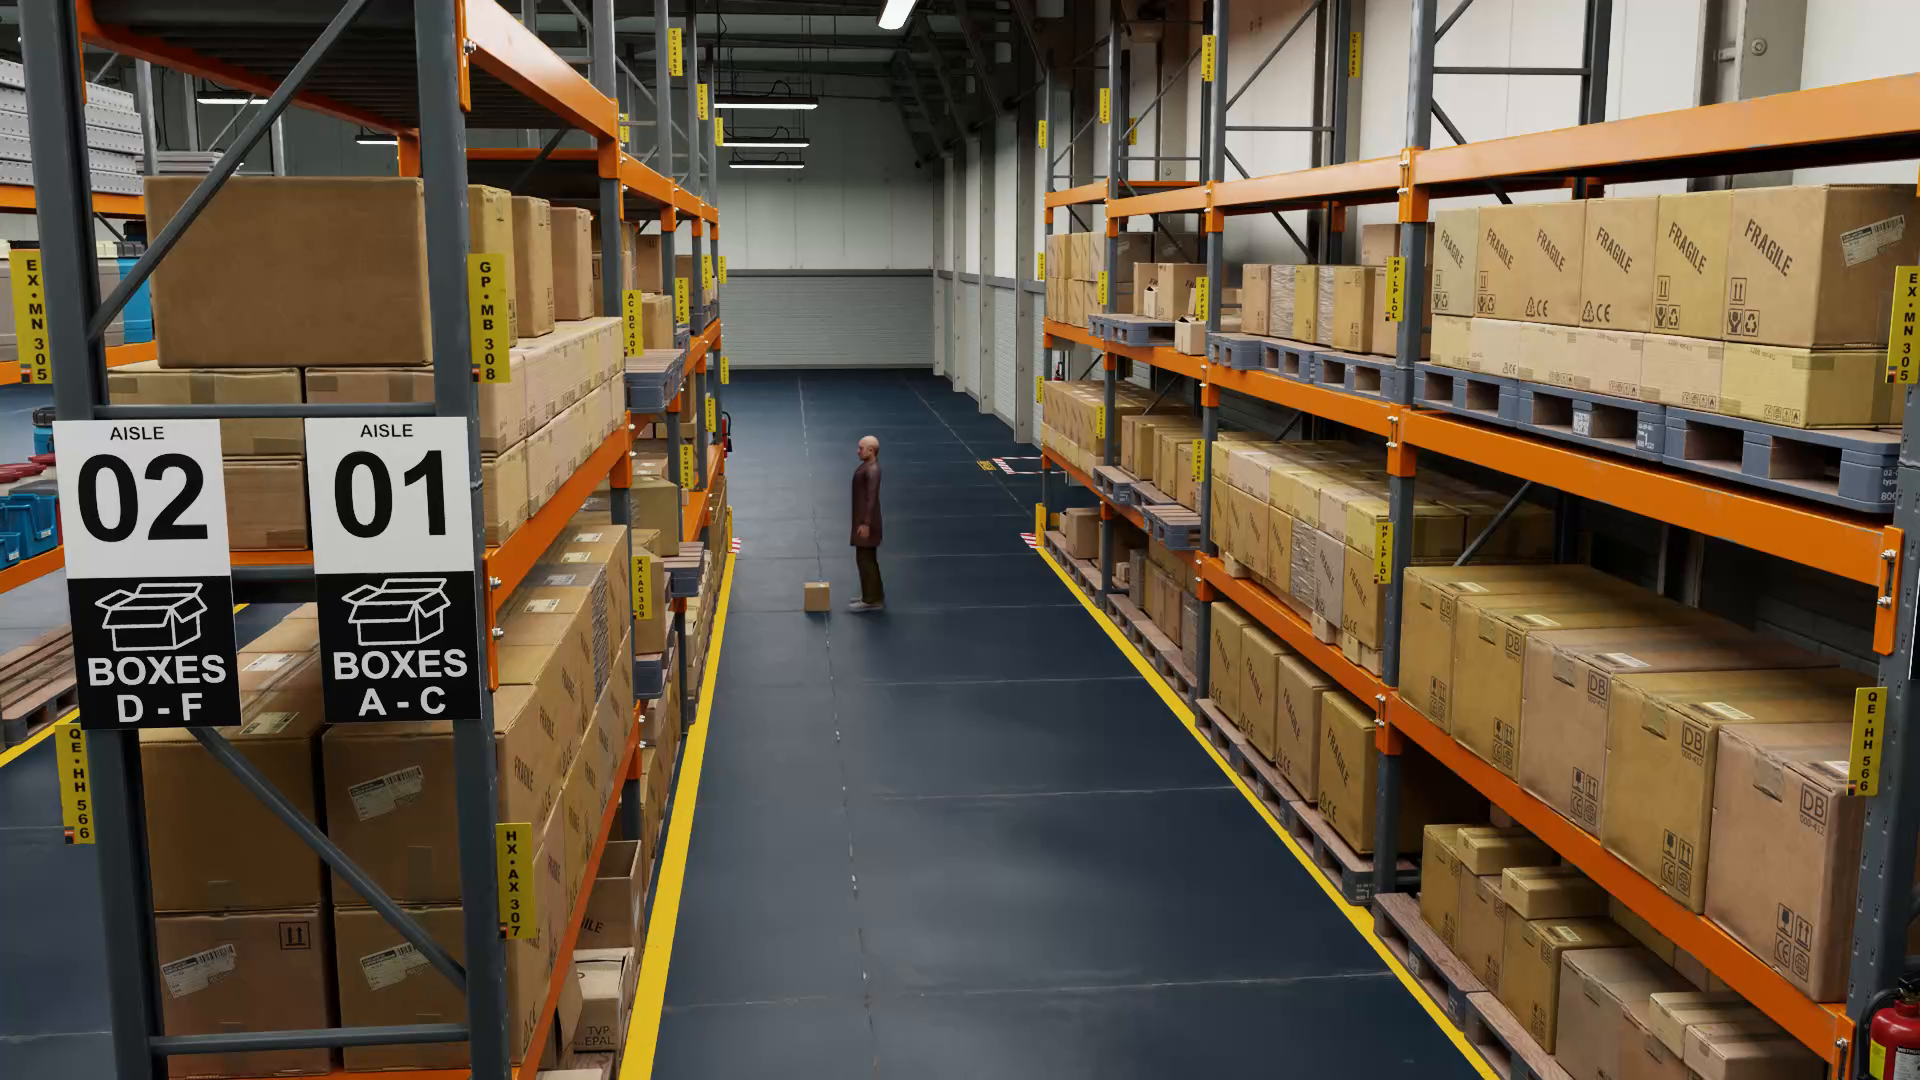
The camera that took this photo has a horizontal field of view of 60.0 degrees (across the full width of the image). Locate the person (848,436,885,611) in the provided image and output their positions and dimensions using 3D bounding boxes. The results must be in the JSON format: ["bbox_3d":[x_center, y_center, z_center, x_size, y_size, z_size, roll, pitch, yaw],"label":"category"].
[{"bbox_3d":[-0.961,-0.174,16.954,0.395,1.776,0.562,-1,10,-5],"label":"person"}]
